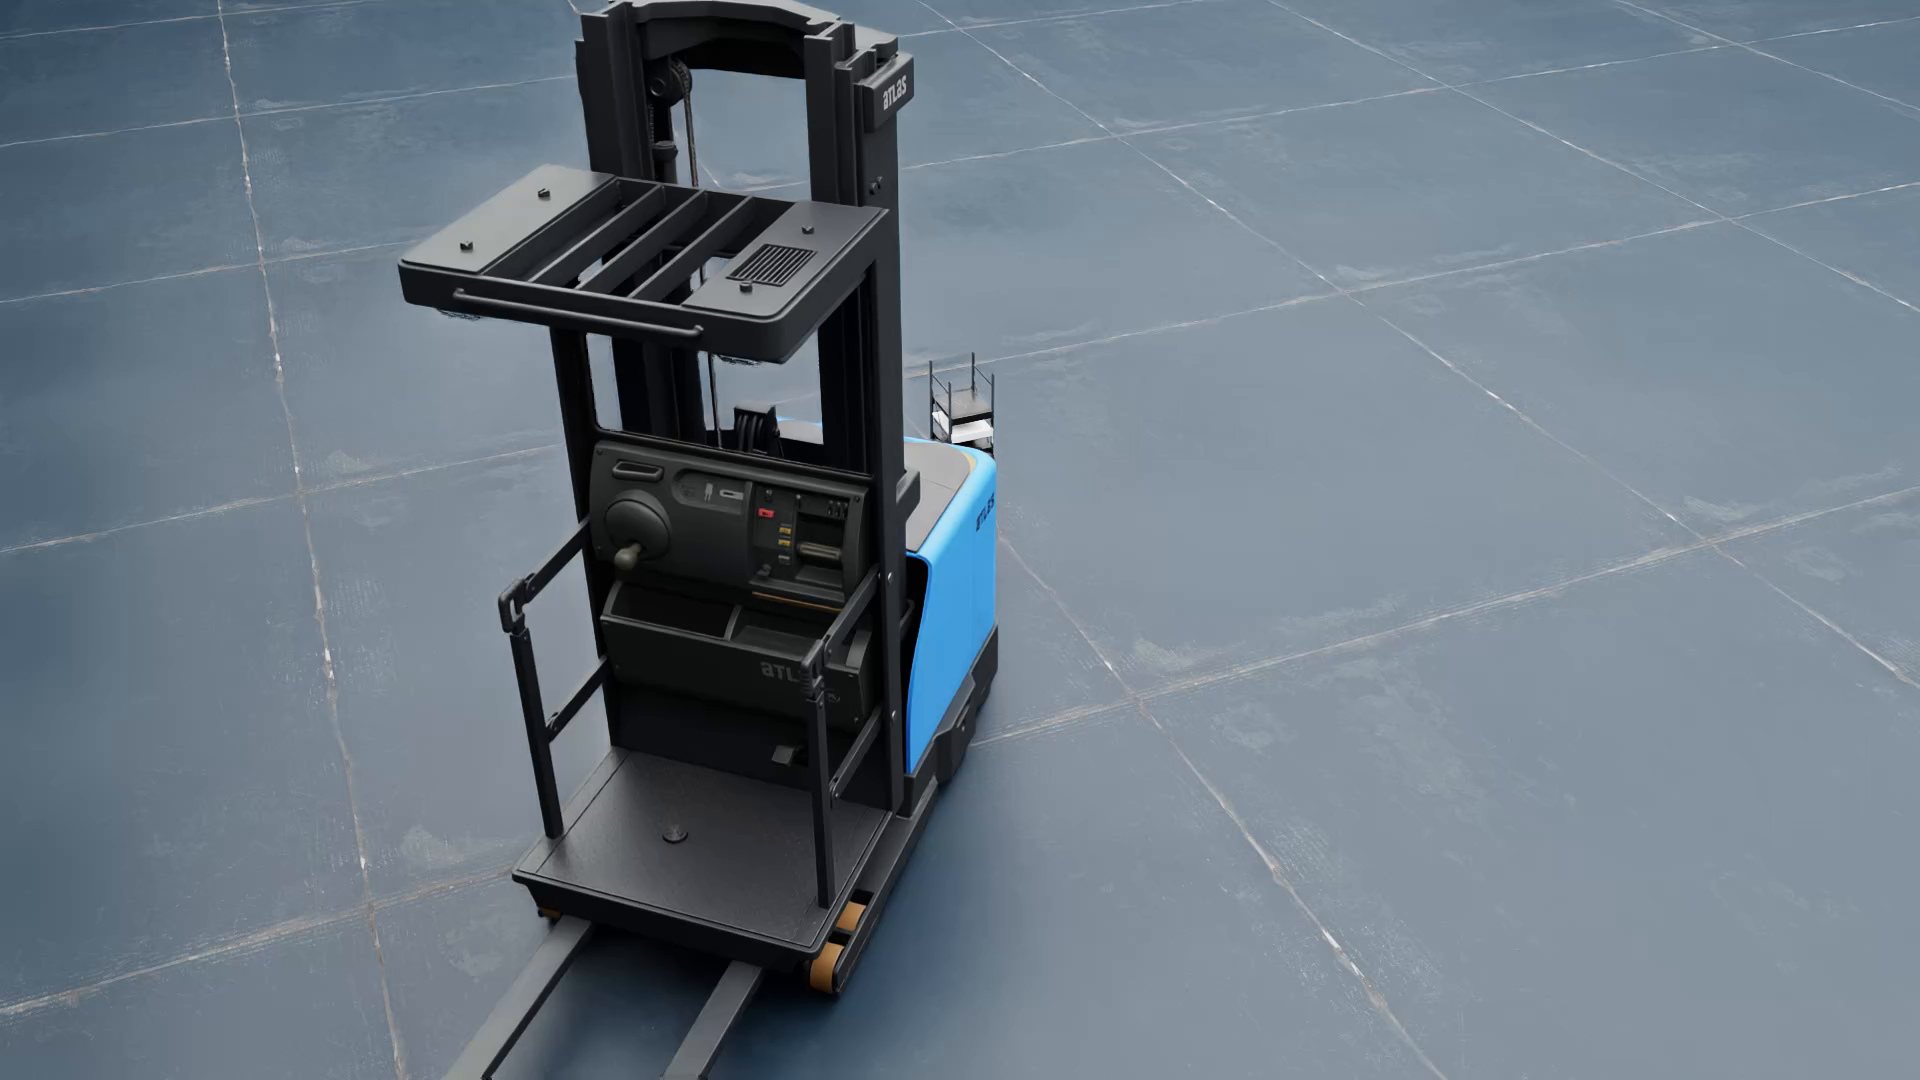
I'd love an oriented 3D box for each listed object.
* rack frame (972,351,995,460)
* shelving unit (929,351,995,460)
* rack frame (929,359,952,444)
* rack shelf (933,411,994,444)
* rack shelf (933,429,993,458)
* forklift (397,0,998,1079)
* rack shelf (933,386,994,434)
[{"bbox_3d":[0.101,-0.400,7.540,0.006,0.900,0.240,-13,35,-19],"label":"rack frame"},{"bbox_3d":[0.007,-0.379,7.507,0.210,0.900,0.258,-13,35,-19],"label":"shelving unit"},{"bbox_3d":[-0.086,-0.357,7.474,0.006,0.900,0.240,-13,35,-19],"label":"rack frame"},{"bbox_3d":[0.008,-0.502,7.427,0.200,0.077,0.258,-13,35,-19],"label":"rack shelf"},{"bbox_3d":[0.007,-0.426,7.476,0.200,0.077,0.258,-13,35,-19],"label":"rack shelf"},{"bbox_3d":[-0.806,0.008,5.051,1.130,2.935,3.031,11,35,16],"label":"forklift"},{"bbox_3d":[0.008,-0.577,7.378,0.200,0.077,0.258,-13,35,-19],"label":"rack shelf"}]
